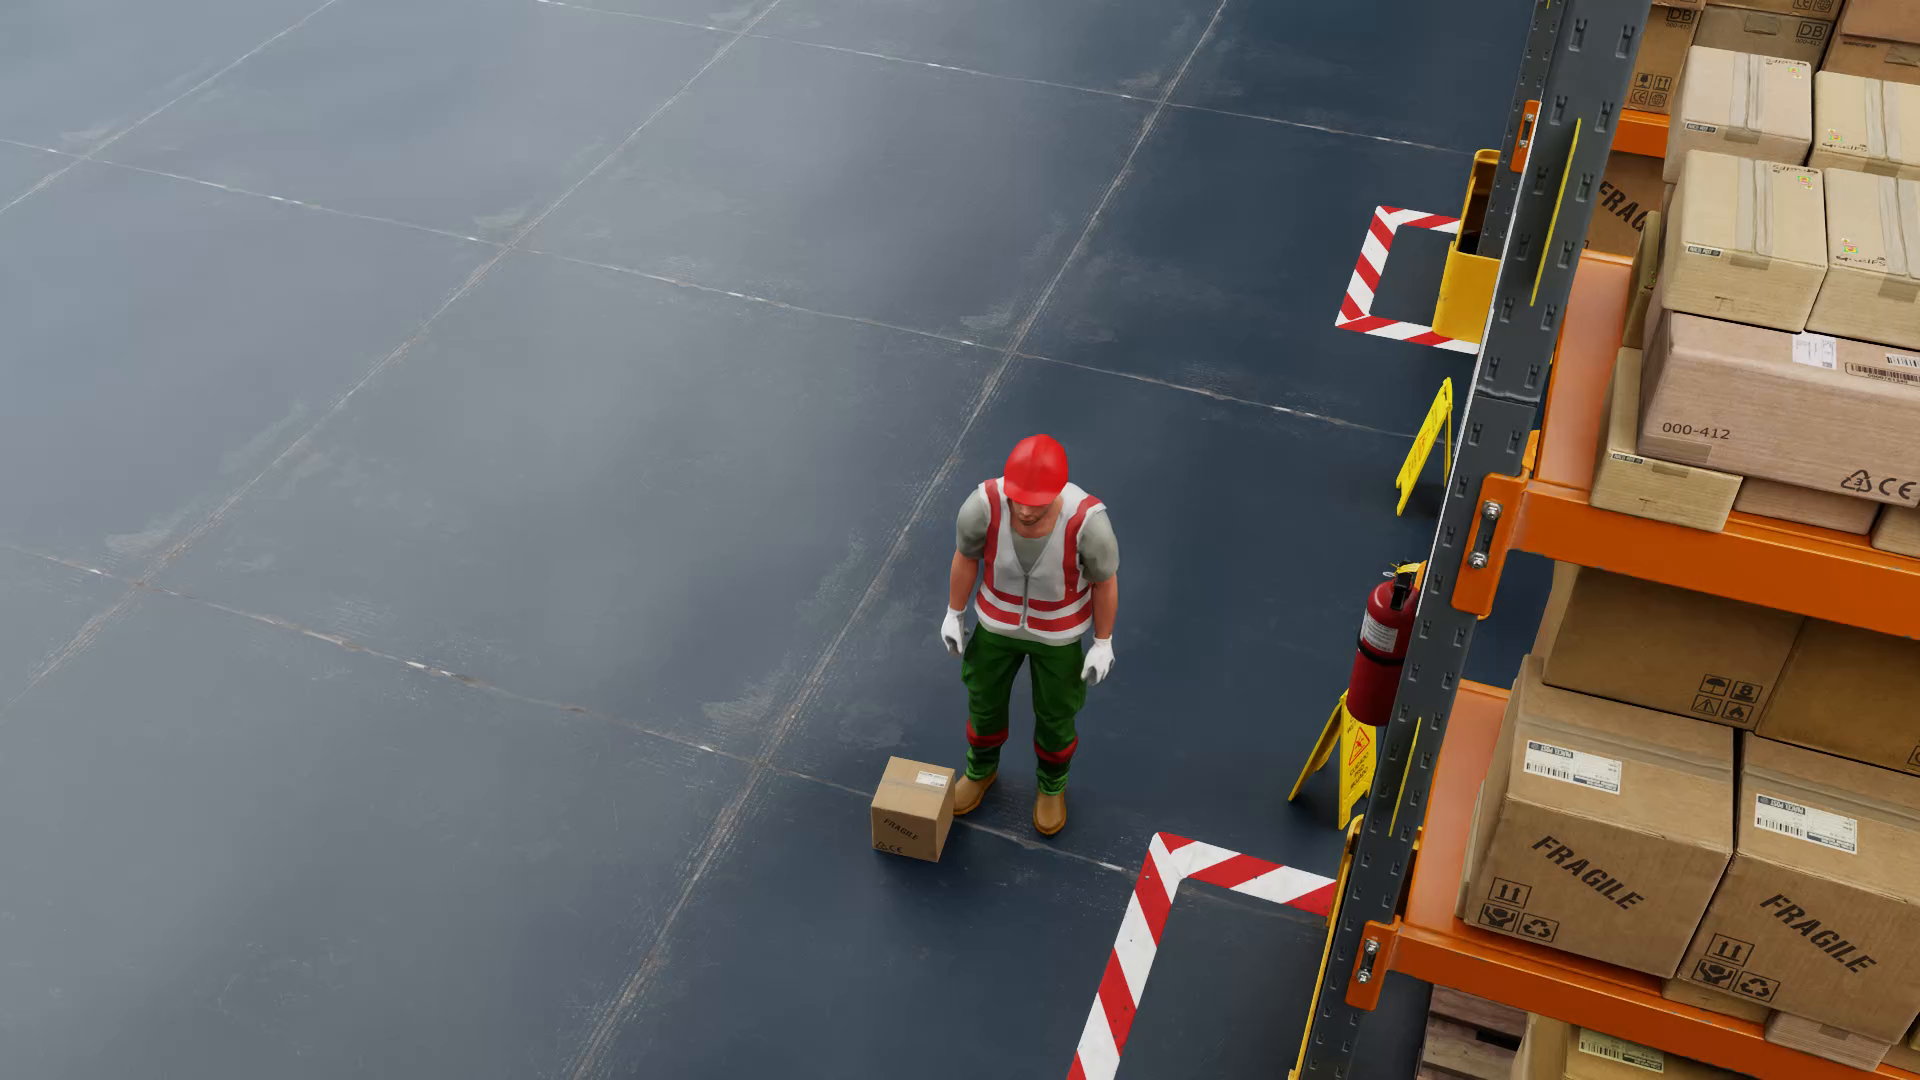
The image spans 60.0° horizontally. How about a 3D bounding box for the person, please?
[{"bbox_3d":[0.237,0.325,5.778,0.618,1.776,0.455,11,42,12],"label":"person"}]
